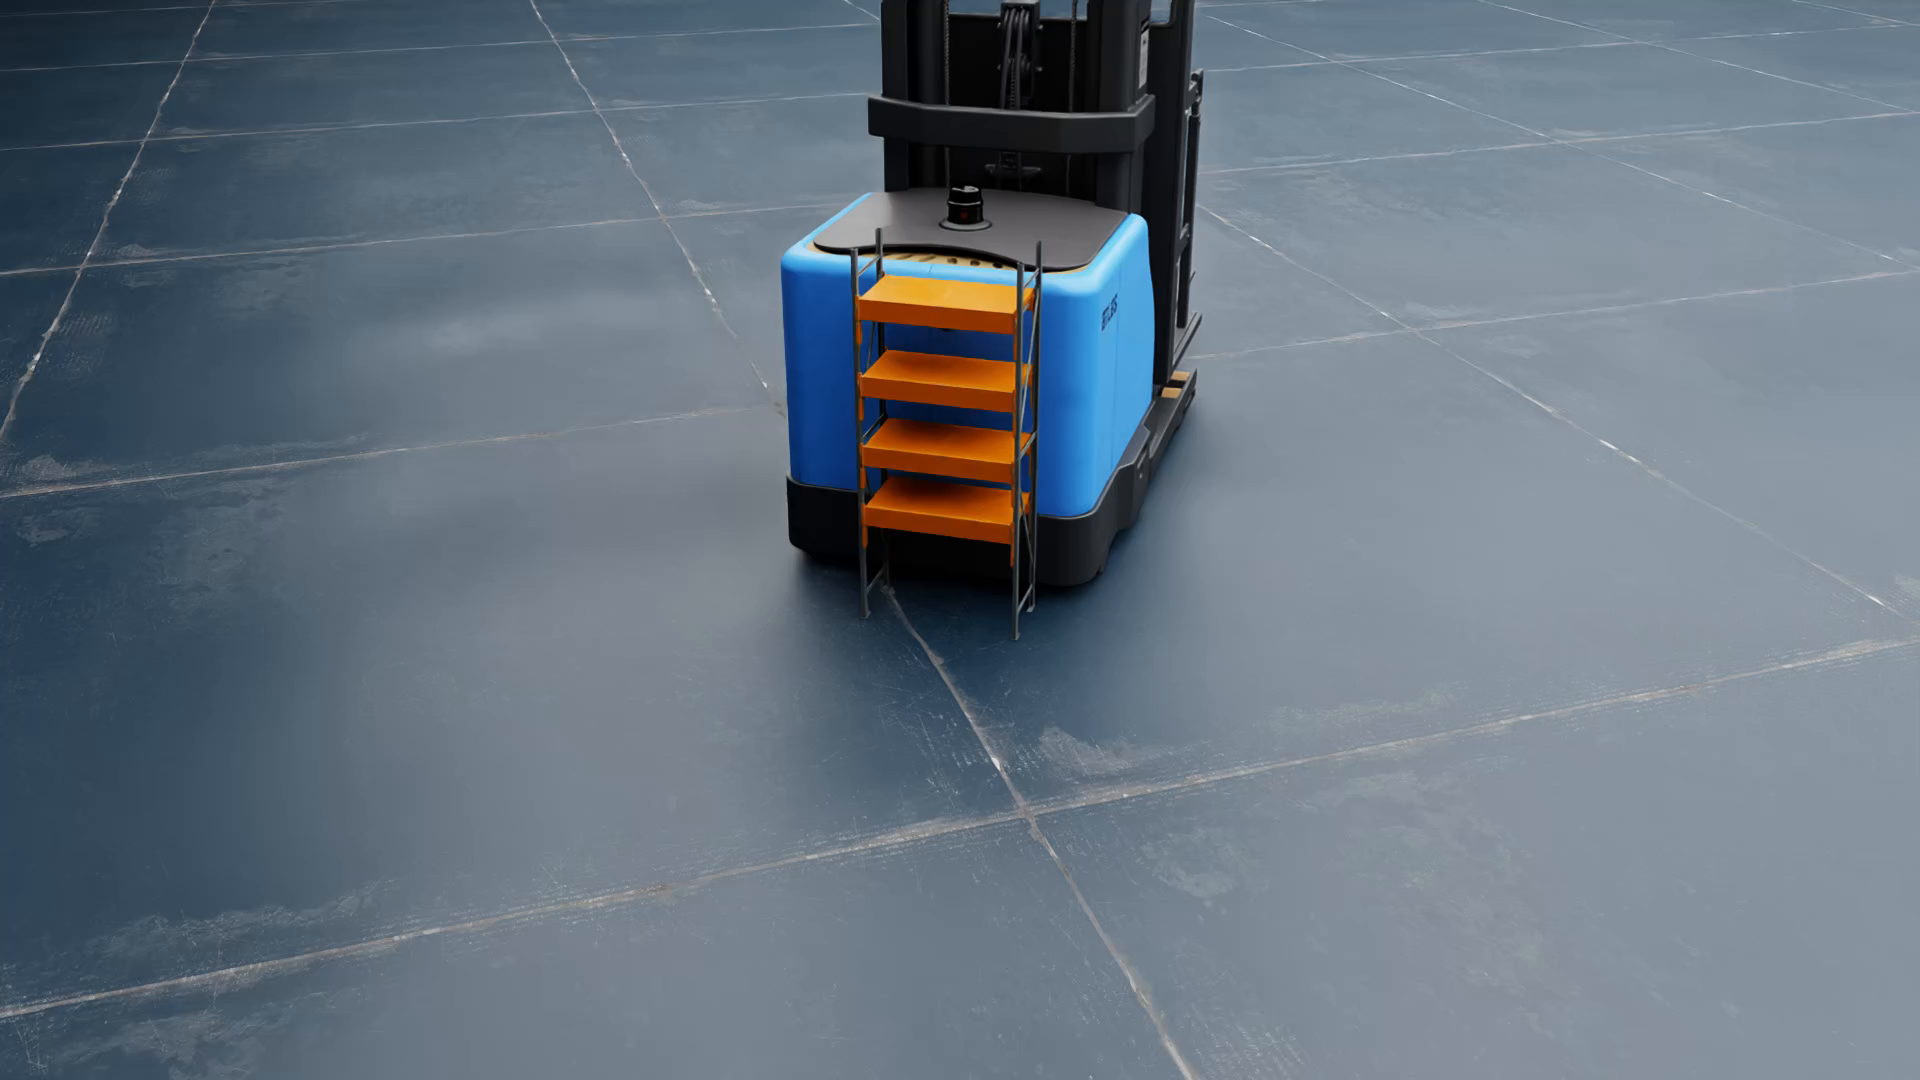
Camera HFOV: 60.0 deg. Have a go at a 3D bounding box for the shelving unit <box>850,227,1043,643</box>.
[{"bbox_3d":[-0.036,-0.304,5.014,0.503,1.200,0.258,7,27,15],"label":"shelving unit"}]

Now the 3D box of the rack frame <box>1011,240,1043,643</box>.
[{"bbox_3d":[0.198,-0.274,4.953,0.015,1.200,0.240,7,27,15],"label":"rack frame"}]

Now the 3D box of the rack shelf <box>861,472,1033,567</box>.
[{"bbox_3d":[-0.036,-0.066,5.132,0.480,0.148,0.258,7,27,15],"label":"rack shelf"}]

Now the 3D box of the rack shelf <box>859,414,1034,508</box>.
[{"bbox_3d":[-0.036,-0.244,5.044,0.480,0.148,0.258,7,27,15],"label":"rack shelf"}]

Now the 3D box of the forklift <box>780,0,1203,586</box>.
[{"bbox_3d":[0.341,-1.800,6.079,1.130,2.935,3.031,8,27,15],"label":"forklift"}]

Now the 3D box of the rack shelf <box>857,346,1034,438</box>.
[{"bbox_3d":[-0.036,-0.445,4.944,0.480,0.148,0.258,7,27,15],"label":"rack shelf"}]

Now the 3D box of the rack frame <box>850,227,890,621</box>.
[{"bbox_3d":[-0.270,-0.335,5.075,0.015,1.200,0.240,7,27,15],"label":"rack frame"}]

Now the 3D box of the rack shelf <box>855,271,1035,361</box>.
[{"bbox_3d":[-0.036,-0.656,4.839,0.480,0.148,0.258,7,27,15],"label":"rack shelf"}]
